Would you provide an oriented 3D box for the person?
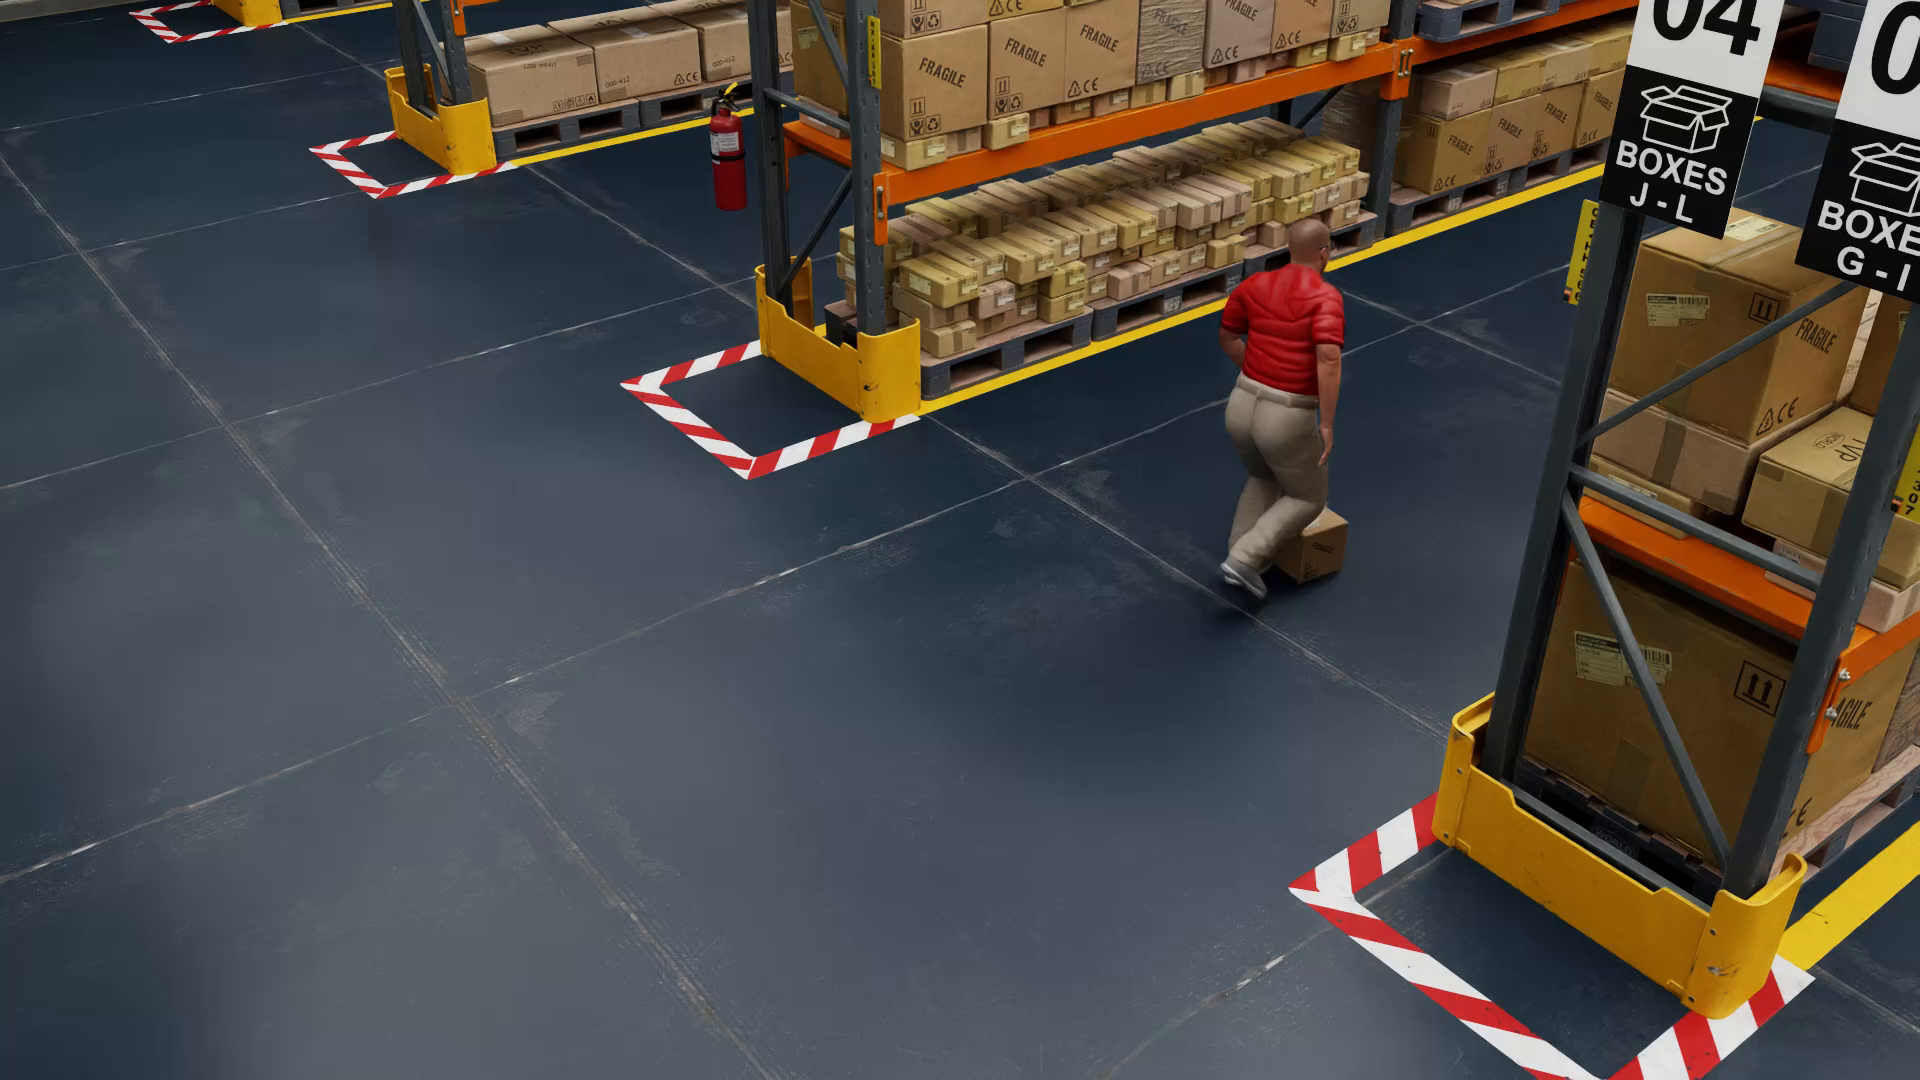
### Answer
[{"bbox_3d":[1.327,-0.519,7.087,0.711,1.619,0.734,-26,40,-35],"label":"person"}]
